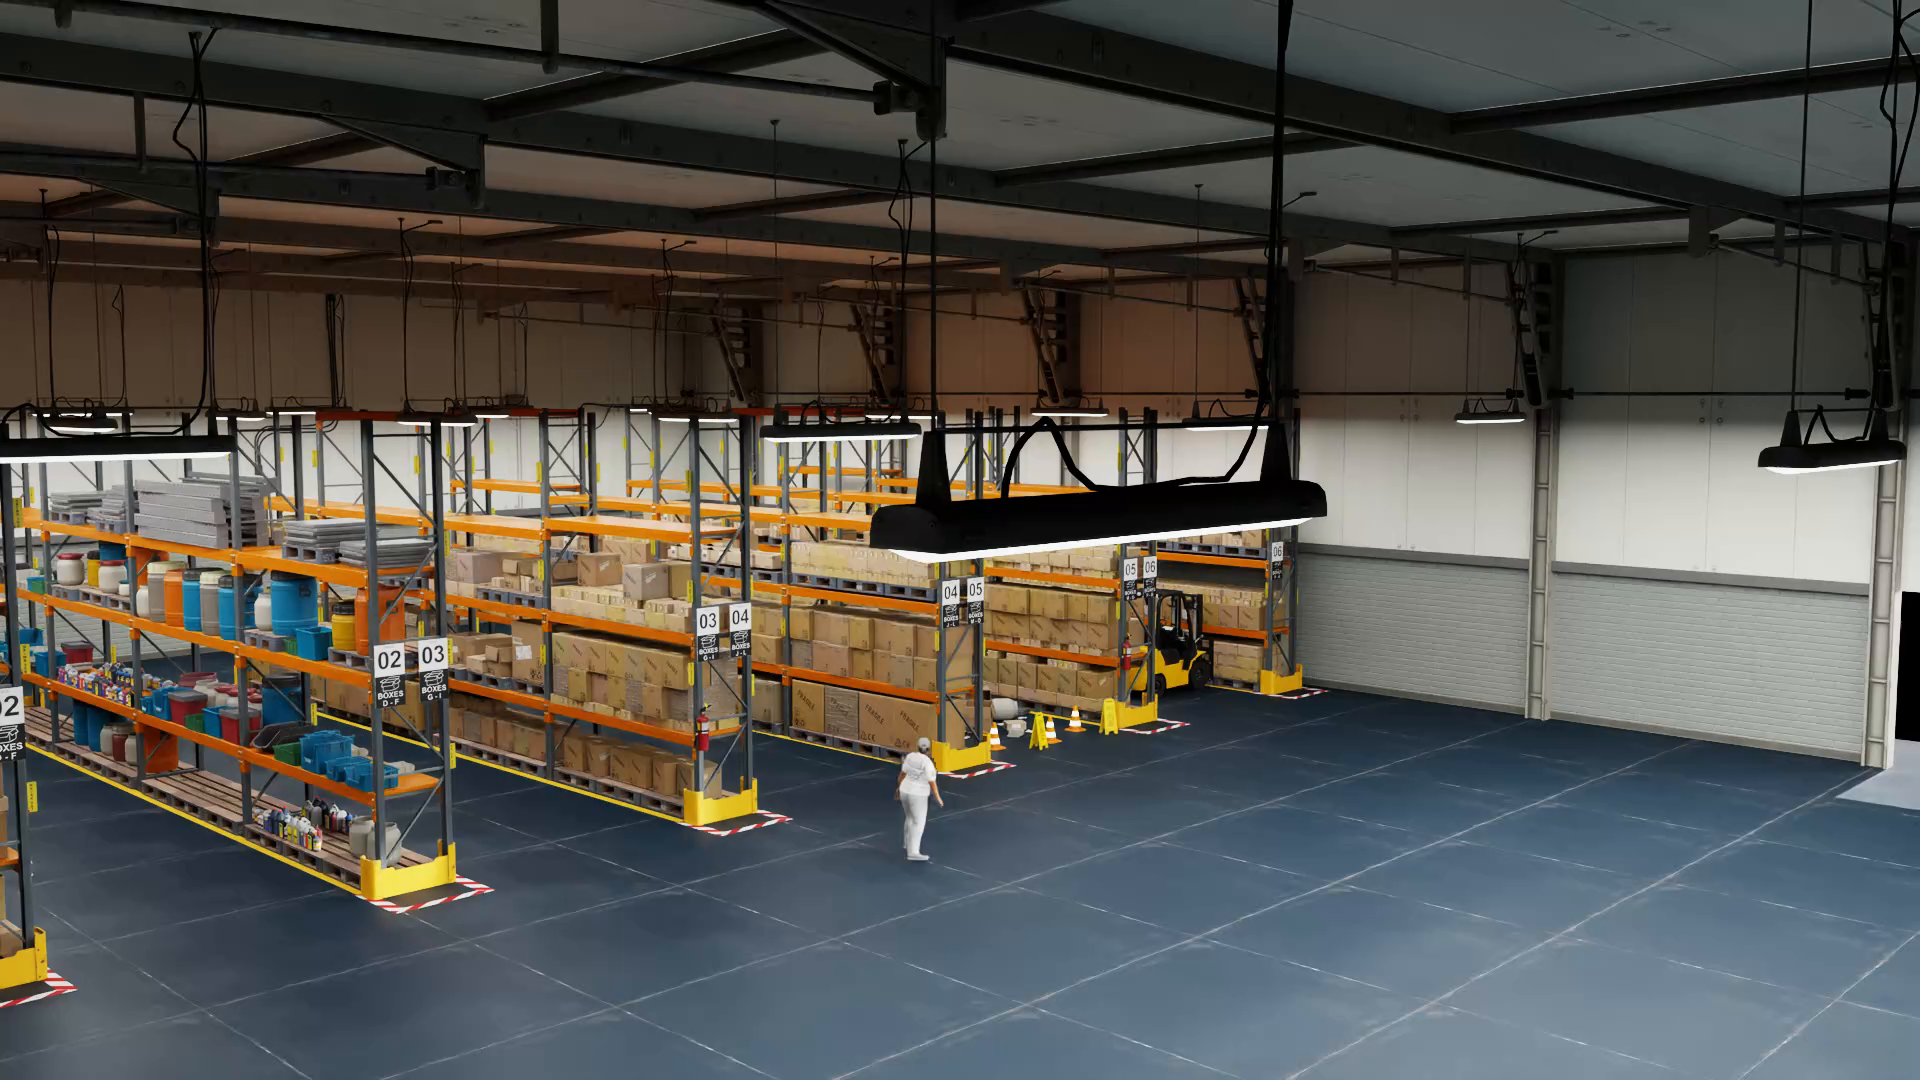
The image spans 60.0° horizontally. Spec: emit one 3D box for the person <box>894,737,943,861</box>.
[{"bbox_3d":[-0.611,3.529,22.749,0.547,1.698,0.672,-4,7,-40],"label":"person"}]
